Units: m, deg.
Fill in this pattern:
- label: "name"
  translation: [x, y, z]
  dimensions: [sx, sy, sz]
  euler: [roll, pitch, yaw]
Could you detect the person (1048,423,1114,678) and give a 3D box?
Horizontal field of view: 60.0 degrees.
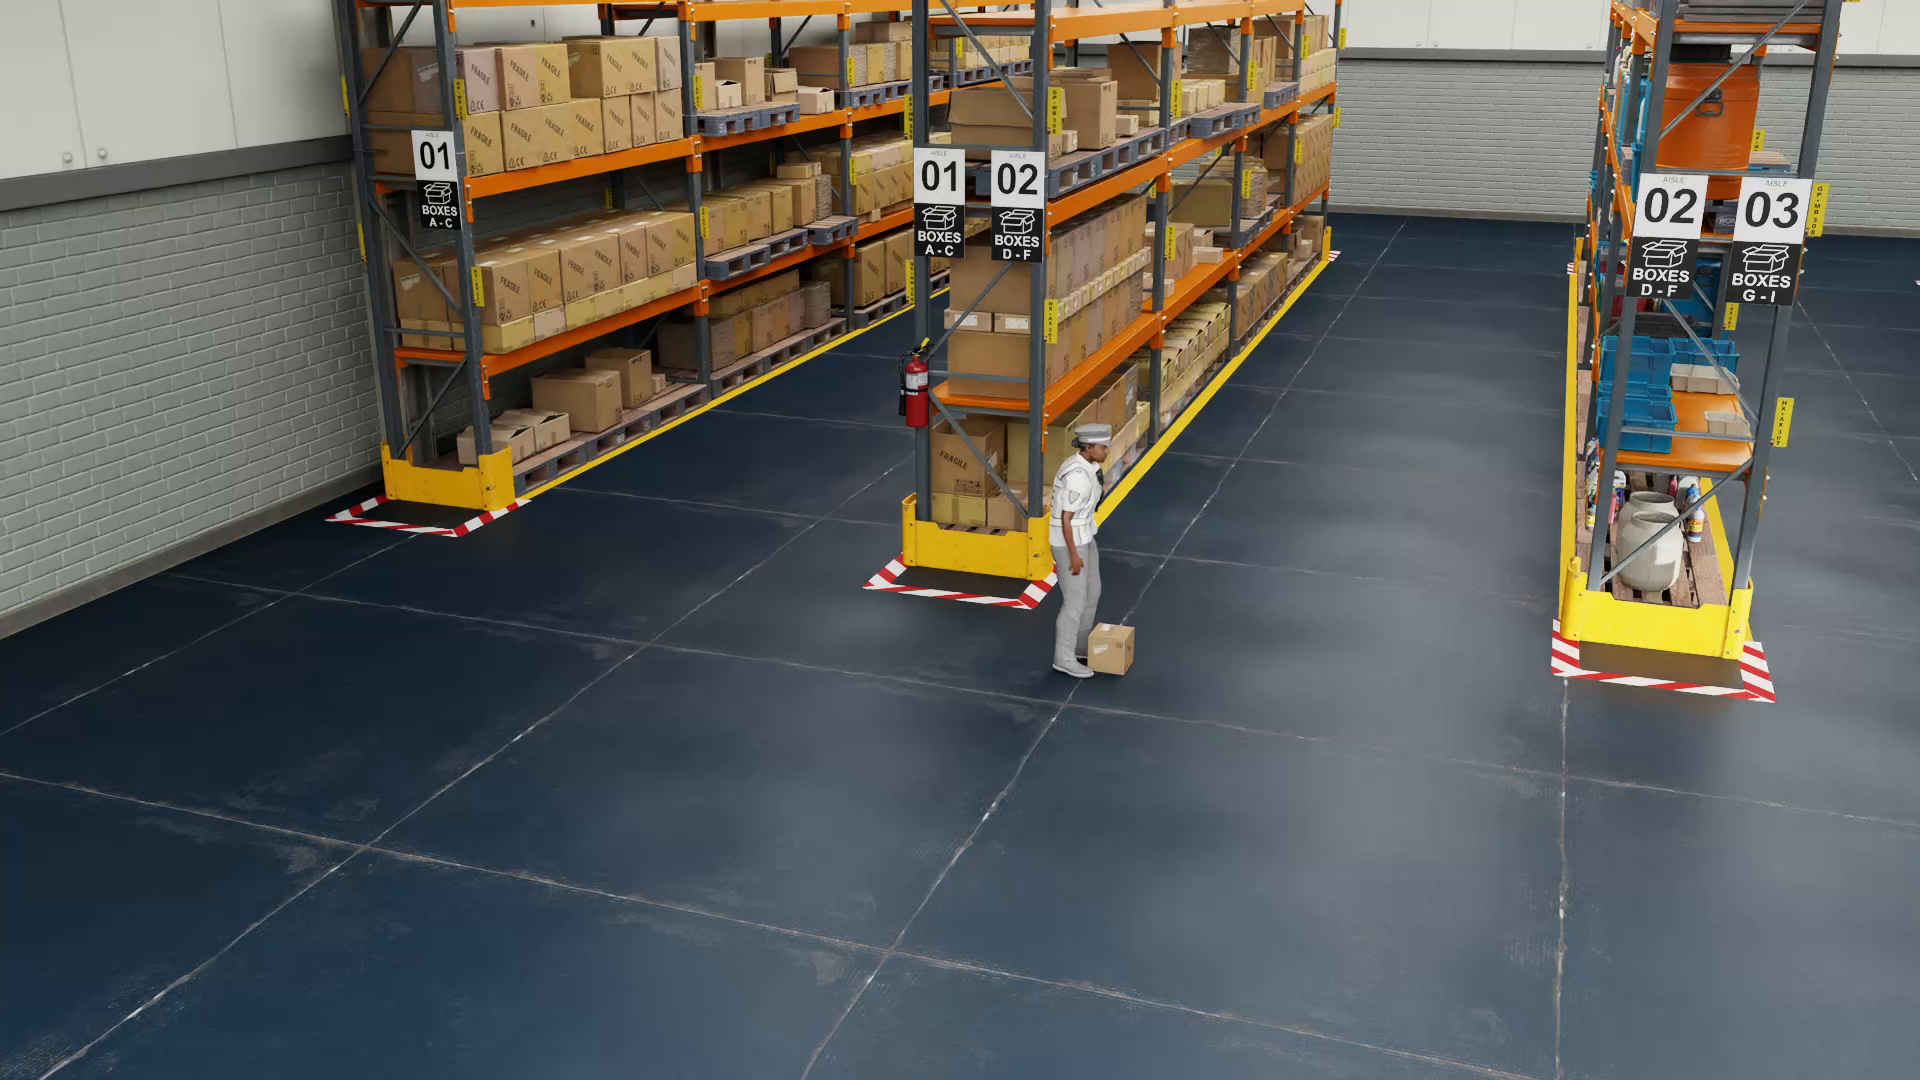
- label: "person"
  translation: [0.796, 0.042, 10.943]
  dimensions: [0.417, 1.657, 0.514]
  euler: [6, 20, 18]
